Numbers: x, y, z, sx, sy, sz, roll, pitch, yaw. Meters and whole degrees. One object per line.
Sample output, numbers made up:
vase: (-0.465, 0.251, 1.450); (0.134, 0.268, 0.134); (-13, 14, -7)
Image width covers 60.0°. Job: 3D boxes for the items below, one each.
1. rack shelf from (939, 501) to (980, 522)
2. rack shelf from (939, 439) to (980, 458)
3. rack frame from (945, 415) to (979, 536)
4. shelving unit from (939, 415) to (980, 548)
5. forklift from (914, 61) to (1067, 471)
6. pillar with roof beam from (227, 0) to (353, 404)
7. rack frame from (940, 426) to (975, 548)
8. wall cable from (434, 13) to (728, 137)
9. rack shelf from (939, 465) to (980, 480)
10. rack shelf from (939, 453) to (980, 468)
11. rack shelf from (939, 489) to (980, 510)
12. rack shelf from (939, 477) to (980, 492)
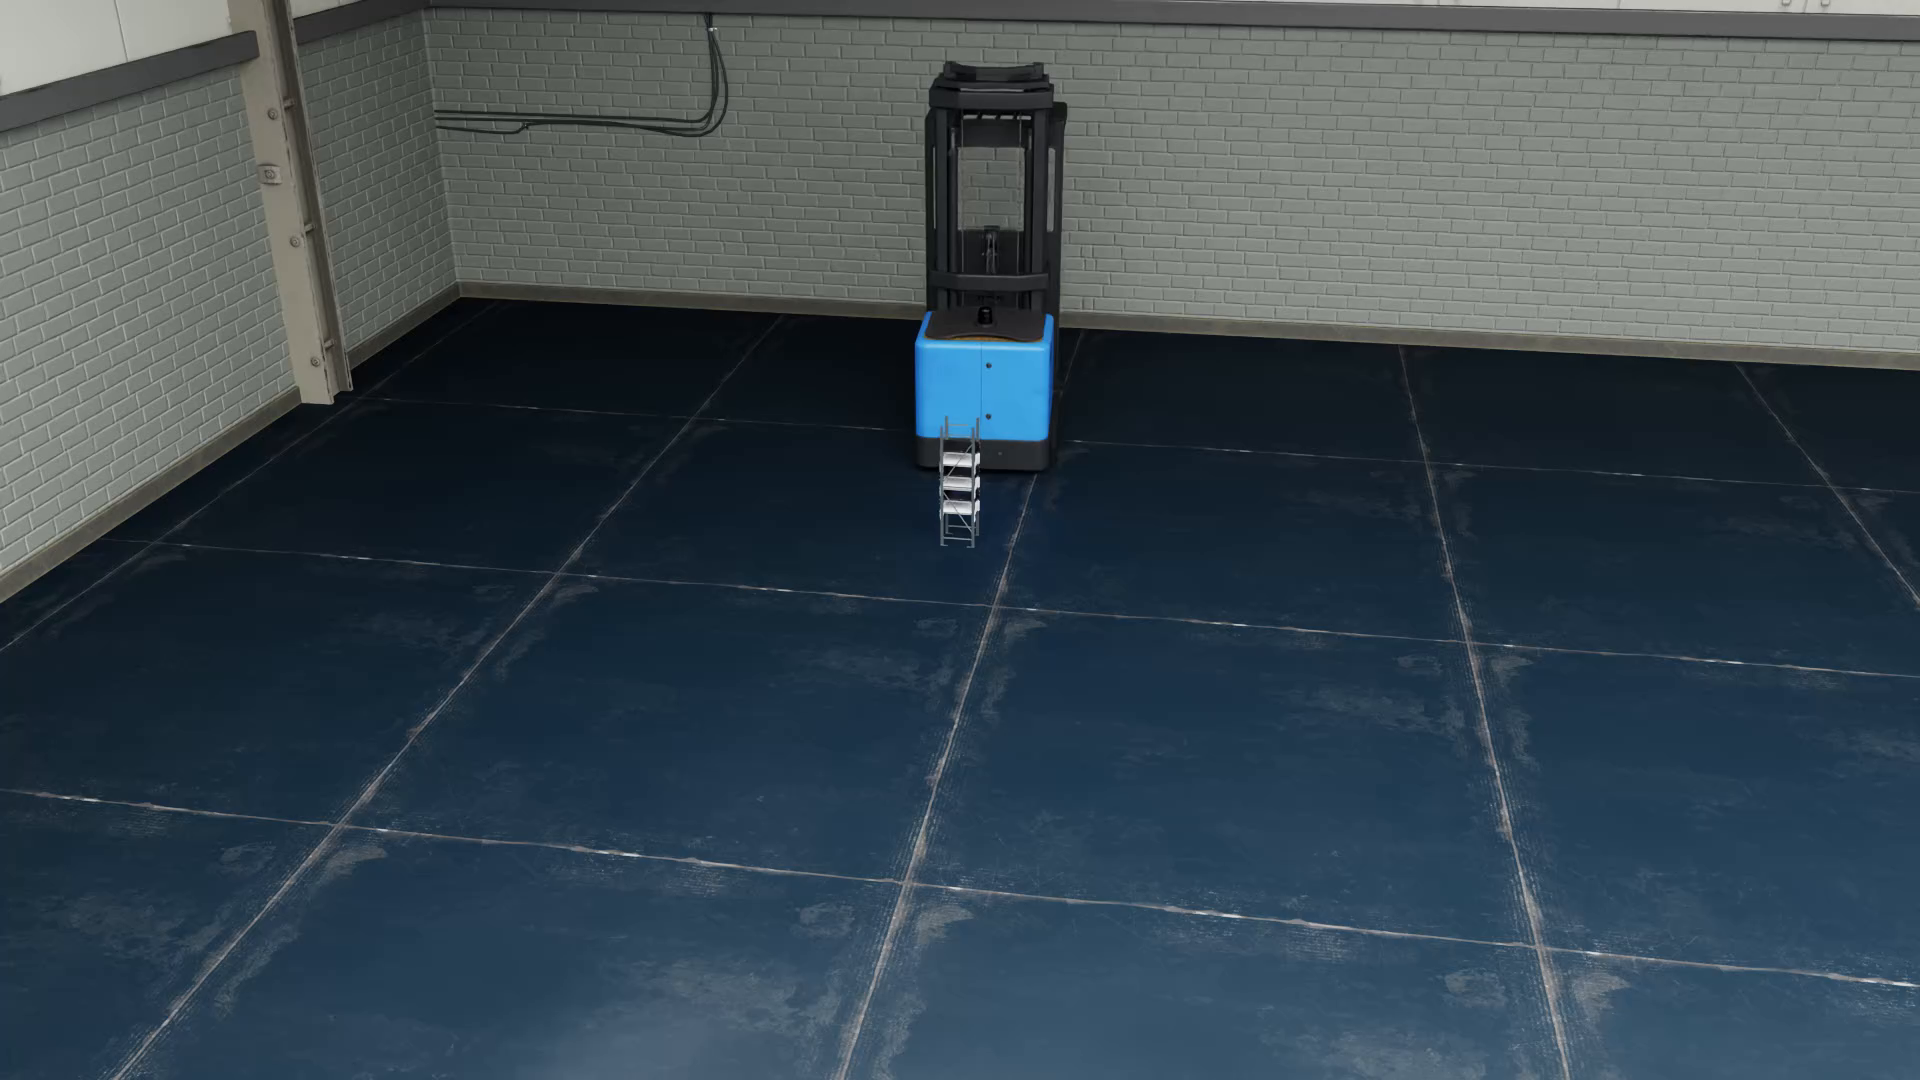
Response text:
rack shelf: (-0.001, -0.211, 11.687); (0.258, 0.077, 0.200); (4, 25, 9)
rack shelf: (-0.001, -0.619, 11.496); (0.258, 0.077, 0.200); (4, 25, 9)
rack frame: (0.015, -0.447, 11.687); (0.240, 0.900, 0.006); (4, 25, 9)
shelving unit: (-0.001, -0.404, 11.596); (0.258, 0.900, 0.210); (4, 25, 9)
forklift: (0.291, -2.450, 13.571); (1.130, 2.935, 3.031); (2, 25, 5)
pillar with roof beam: (-1.273, -5.035, 11.936); (9.100, 9.000, 0.400); (4, 25, 9)
rack frame: (-0.018, -0.362, 11.505); (0.240, 0.900, 0.006); (4, 25, 9)
wall cable: (-3.734, -5.067, 15.668); (3.097, 2.526, 0.112); (4, 25, 9)
rack shelf: (-0.001, -0.455, 11.572); (0.258, 0.077, 0.200); (4, 25, 9)
rack shelf: (-0.001, -0.537, 11.534); (0.258, 0.077, 0.200); (4, 25, 9)
rack shelf: (-0.001, -0.292, 11.649); (0.258, 0.077, 0.200); (4, 25, 9)
rack shelf: (-0.001, -0.374, 11.610); (0.258, 0.077, 0.200); (4, 25, 9)
